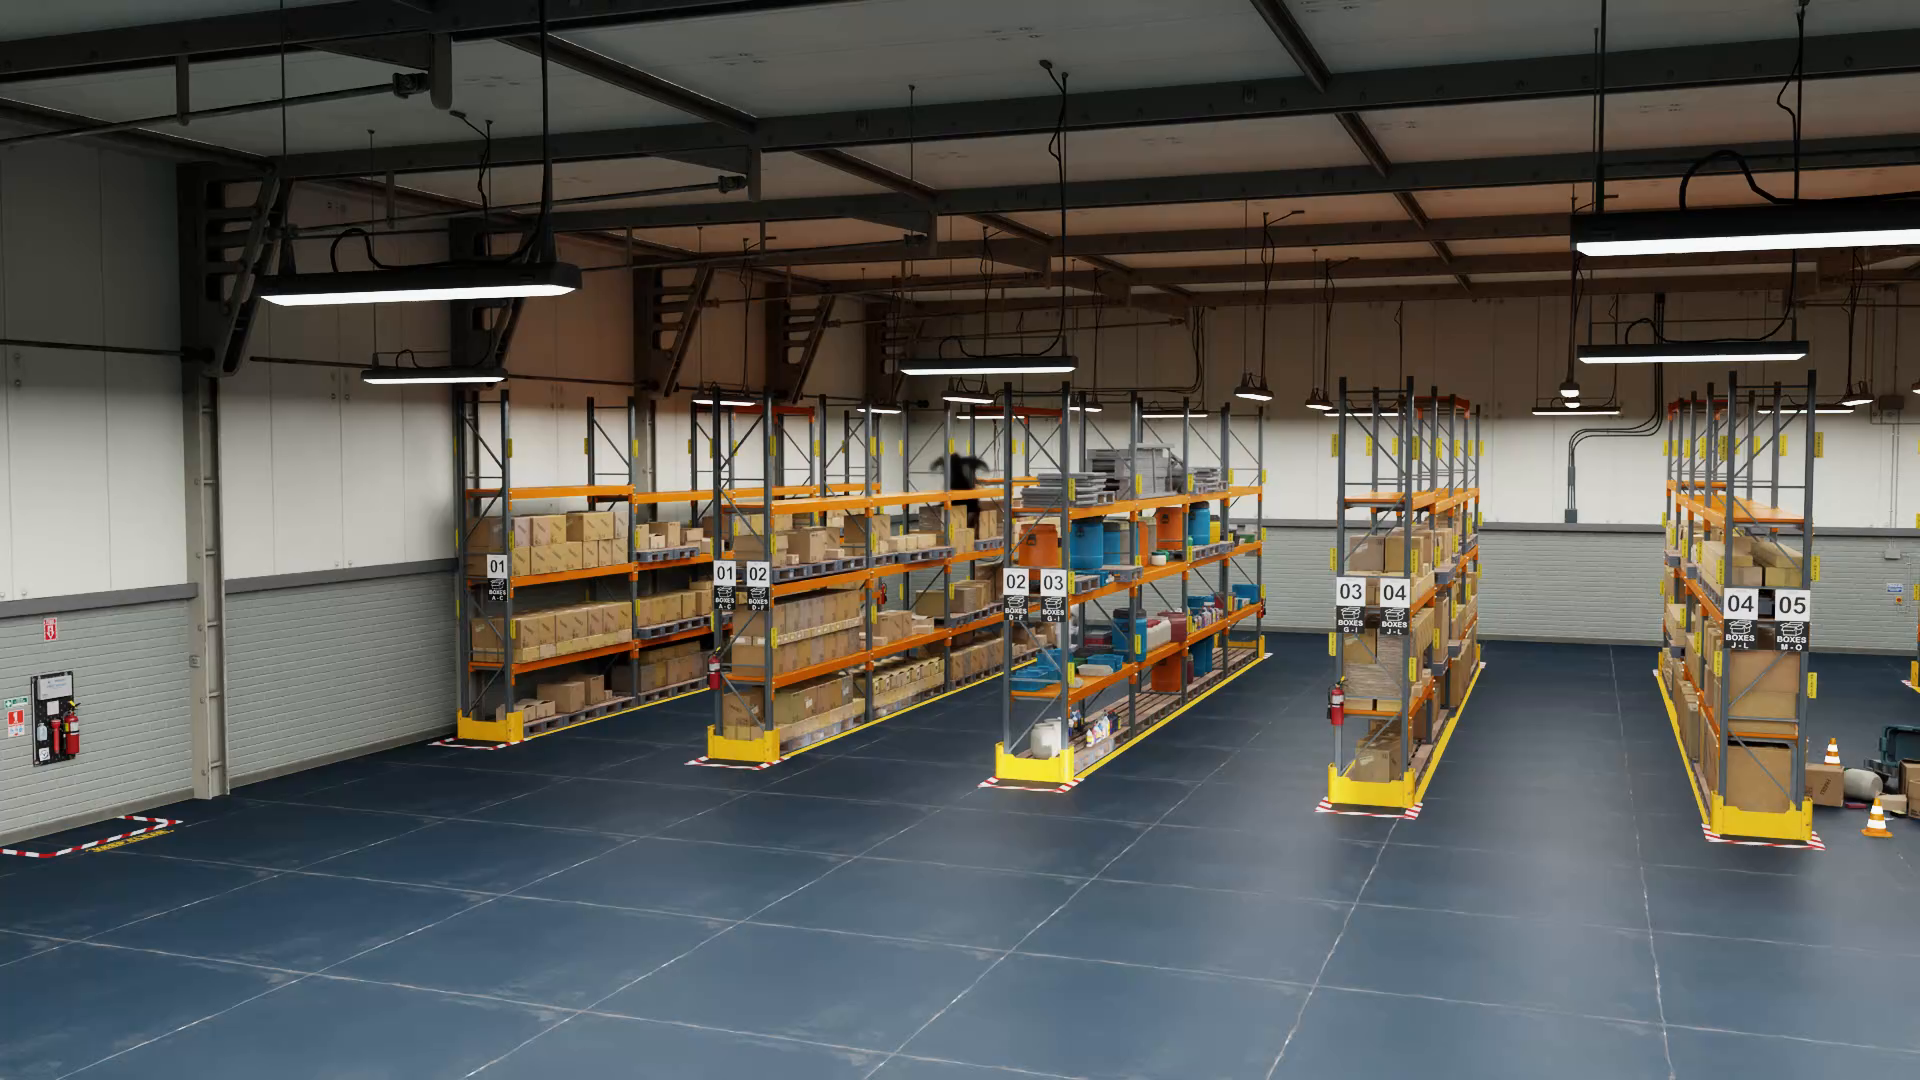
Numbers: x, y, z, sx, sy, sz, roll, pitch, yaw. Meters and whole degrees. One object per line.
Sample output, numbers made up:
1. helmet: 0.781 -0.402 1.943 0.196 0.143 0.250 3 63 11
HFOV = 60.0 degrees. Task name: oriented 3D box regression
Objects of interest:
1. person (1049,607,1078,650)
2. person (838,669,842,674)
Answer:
1. person: 2.307 2.095 37.022 0.710 1.728 0.653 1 3 24
2. person: -2.619 2.255 36.204 0.516 1.537 0.666 1 3 13
